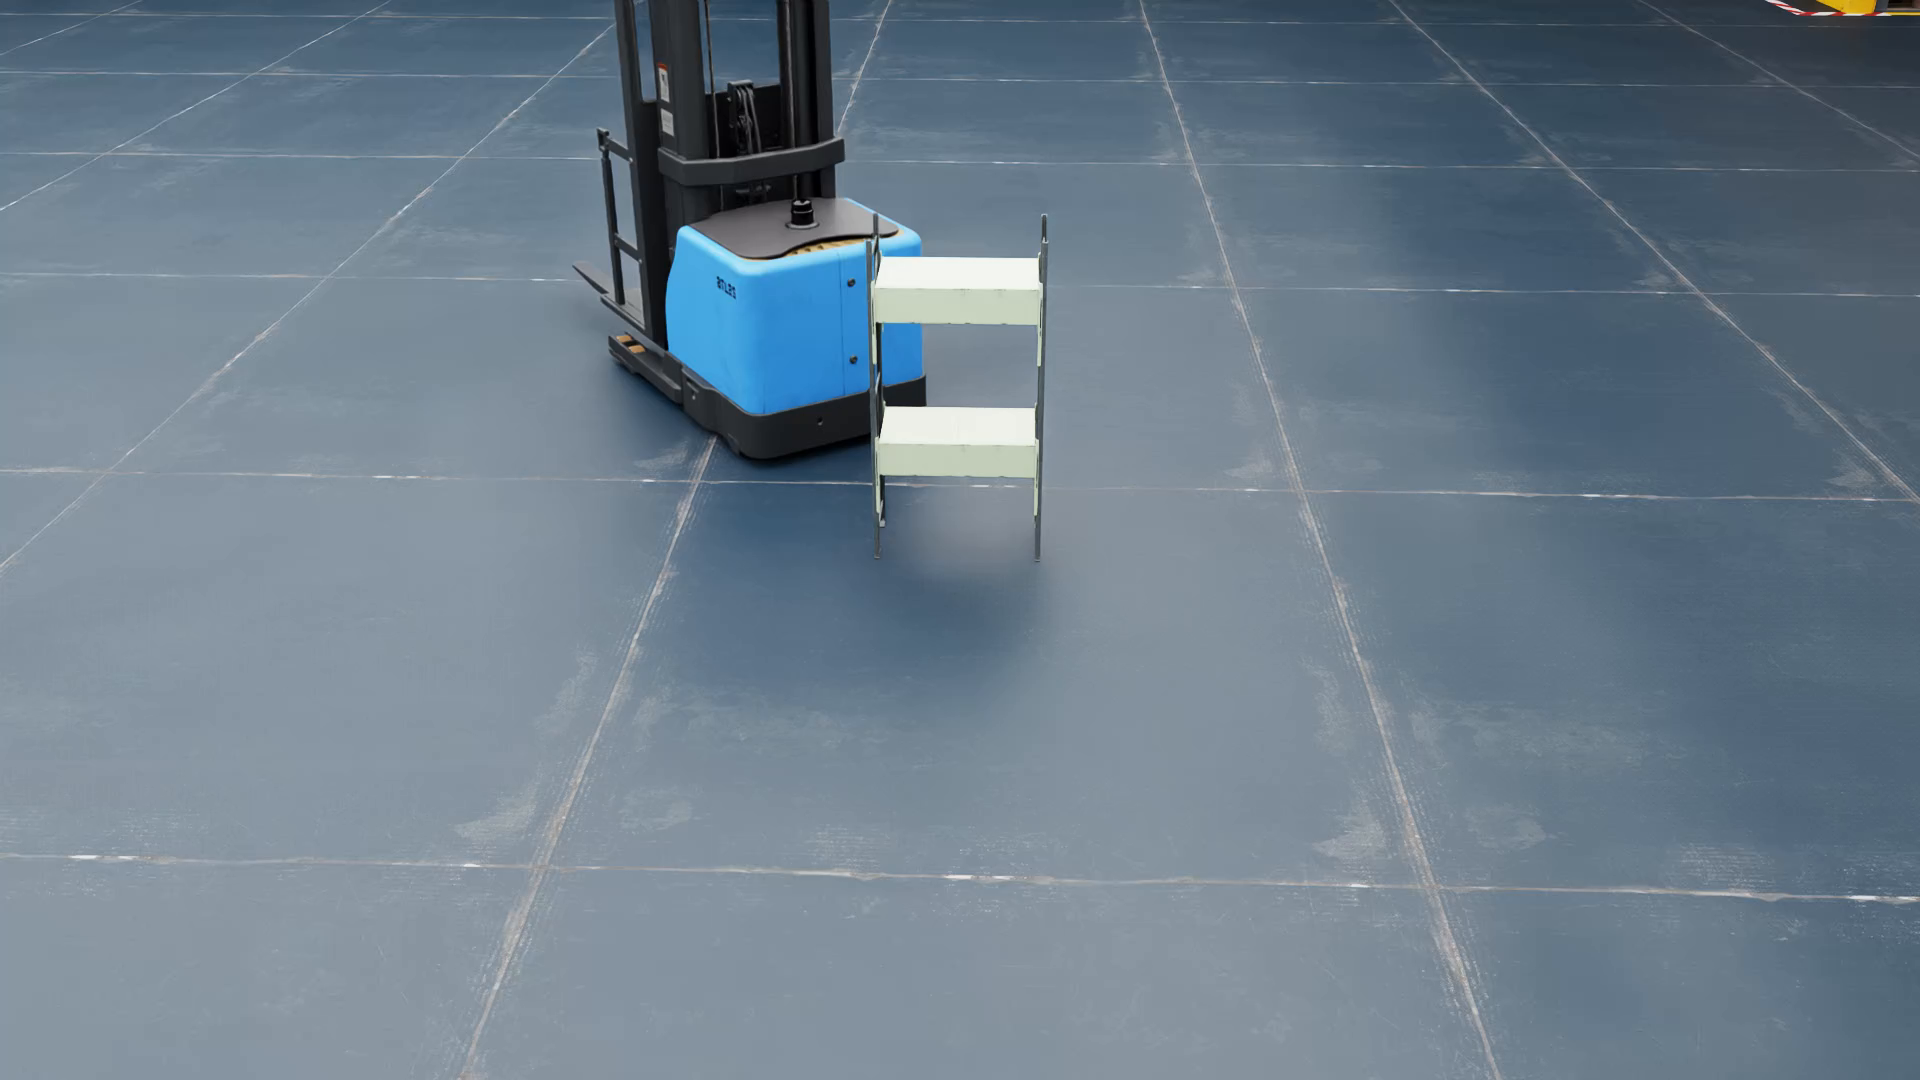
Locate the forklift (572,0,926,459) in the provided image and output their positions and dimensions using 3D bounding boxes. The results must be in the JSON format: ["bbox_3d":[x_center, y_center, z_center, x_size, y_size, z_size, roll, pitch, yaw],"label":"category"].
[{"bbox_3d":[-1.388,-2.351,9.055,1.130,2.935,3.031,-16,32,-28],"label":"forklift"}]

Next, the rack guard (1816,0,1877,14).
[{"bbox_3d":[10.437,-6.583,19.635,0.348,0.500,1.175,1,28,2],"label":"rack guard"}]

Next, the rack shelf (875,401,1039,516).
[{"bbox_3d":[-0.007,-0.375,7.552,0.720,0.370,0.431,1,28,2],"label":"rack shelf"}]

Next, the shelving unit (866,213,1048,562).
[{"bbox_3d":[-0.007,-0.663,7.399,0.755,1.500,0.431,1,28,2],"label":"shelving unit"}]

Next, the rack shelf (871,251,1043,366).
[{"bbox_3d":[-0.007,-1.008,7.216,0.720,0.370,0.431,1,28,2],"label":"rack shelf"}]

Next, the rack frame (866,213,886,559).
[{"bbox_3d":[-0.372,-0.669,7.410,0.023,1.500,0.400,1,28,2],"label":"rack frame"}]

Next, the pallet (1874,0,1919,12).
[{"bbox_3d":[11.227,-6.462,19.715,1.213,0.211,1.003,1,28,2],"label":"pallet"}]

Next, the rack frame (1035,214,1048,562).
[{"bbox_3d":[0.359,-0.657,7.388,0.023,1.500,0.400,1,28,2],"label":"rack frame"}]
